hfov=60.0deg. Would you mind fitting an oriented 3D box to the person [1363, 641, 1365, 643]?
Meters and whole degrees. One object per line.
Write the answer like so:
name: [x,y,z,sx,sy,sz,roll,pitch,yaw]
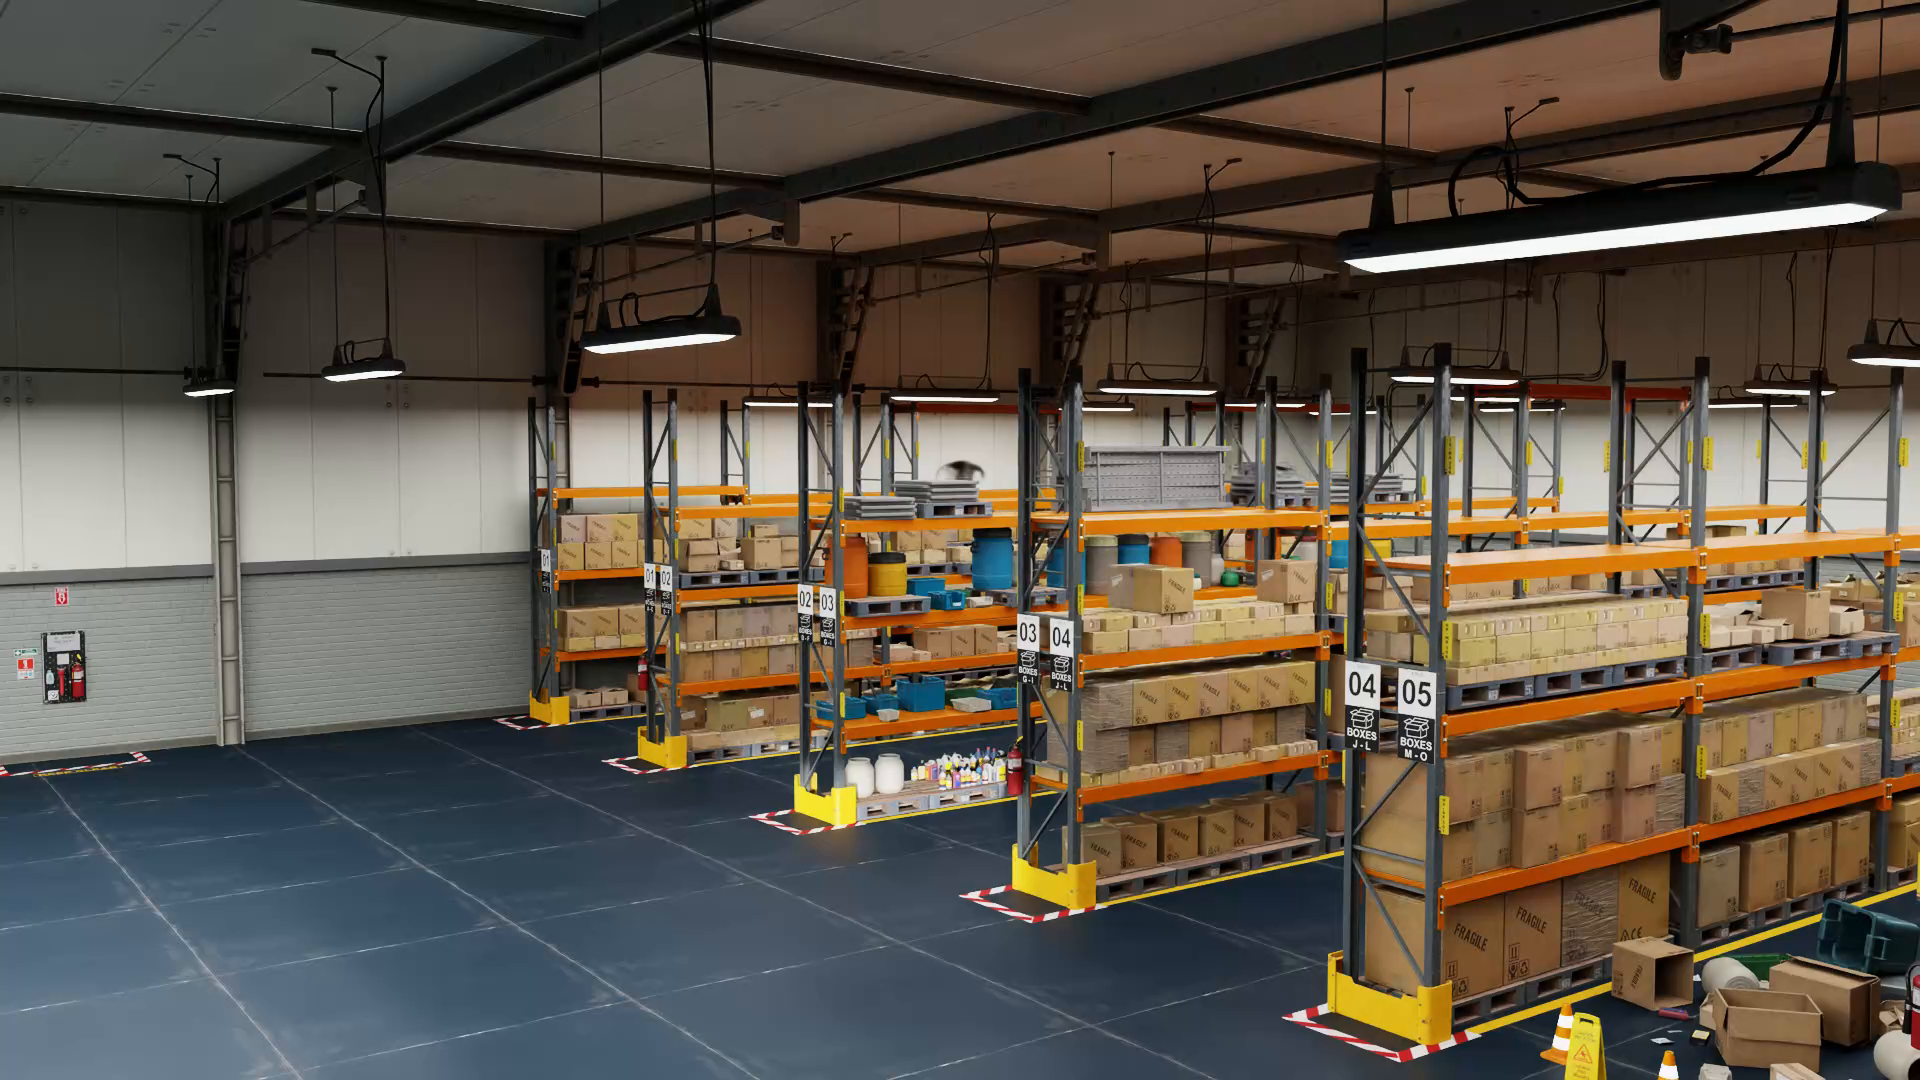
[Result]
person: [8.870,2.112,36.960,0.700,1.738,0.911,-3,4,-38]
